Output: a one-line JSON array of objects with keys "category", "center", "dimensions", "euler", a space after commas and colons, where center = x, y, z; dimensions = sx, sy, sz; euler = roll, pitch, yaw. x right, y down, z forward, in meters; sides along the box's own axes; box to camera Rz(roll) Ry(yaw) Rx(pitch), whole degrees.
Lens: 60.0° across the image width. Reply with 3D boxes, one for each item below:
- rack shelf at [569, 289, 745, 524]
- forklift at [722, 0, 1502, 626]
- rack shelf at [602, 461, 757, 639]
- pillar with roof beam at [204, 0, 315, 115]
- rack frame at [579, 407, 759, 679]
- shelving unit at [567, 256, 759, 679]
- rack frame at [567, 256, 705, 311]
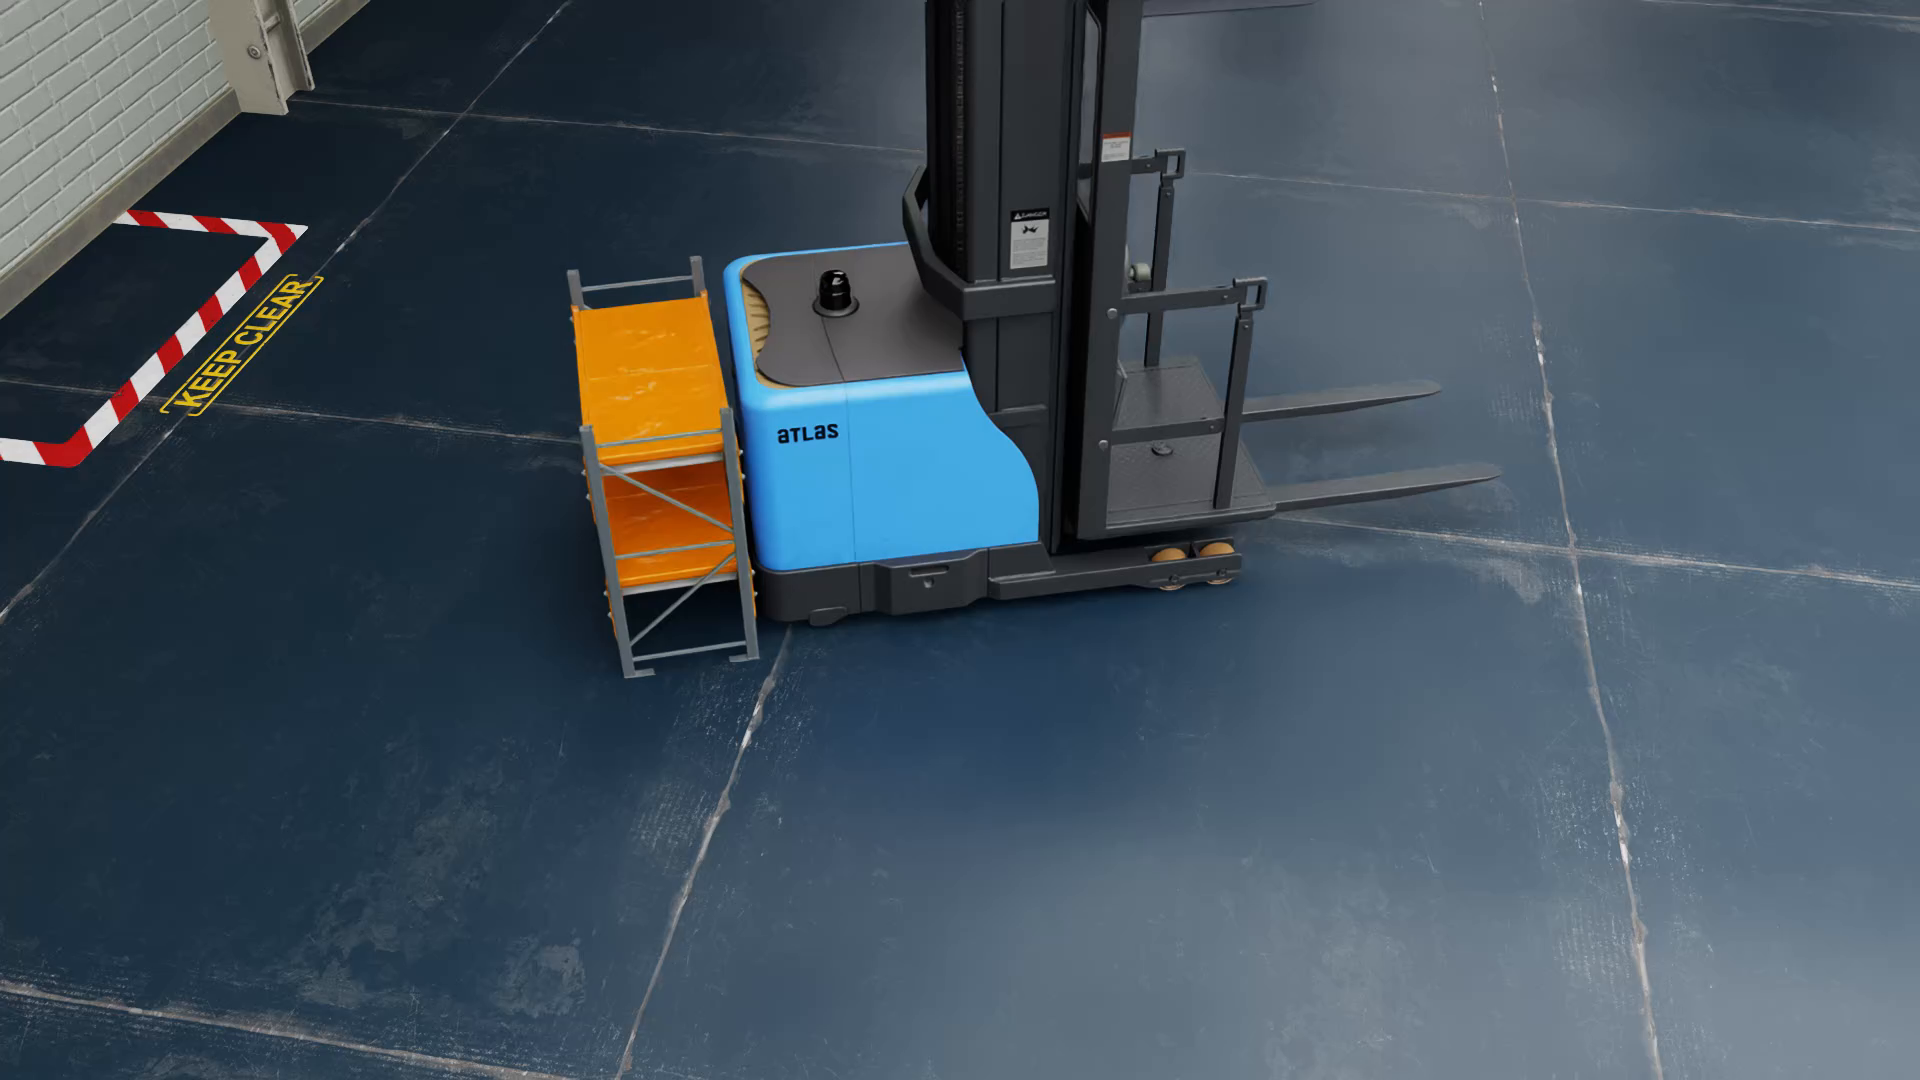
[{"category": "rack shelf", "center": [-1.108, -0.506, 6.020], "dimensions": [0.538, 0.278, 1.000], "euler": [-8, 40, -10]}, {"category": "forklift", "center": [0.645, -1.258, 5.971], "dimensions": [3.031, 2.935, 1.130], "euler": [-7, 40, -8]}, {"category": "rack shelf", "center": [-1.108, -0.092, 6.362], "dimensions": [0.538, 0.278, 1.000], "euler": [-8, 40, -10]}, {"category": "pillar with roof beam", "center": [0.153, -5.631, 6.498], "dimensions": [9.100, 9.000, 0.400], "euler": [6, 40, 8]}, {"category": "rack frame", "center": [-0.997, 0.036, 5.824], "dimensions": [0.500, 1.125, 0.032], "euler": [-8, 40, -10]}, {"category": "shelving unit", "center": [-1.108, -0.280, 6.206], "dimensions": [0.538, 1.125, 1.048], "euler": [-8, 40, -10]}, {"category": "rack frame", "center": [-1.219, -0.596, 6.588], "dimensions": [0.500, 1.125, 0.032], "euler": [-8, 40, -10]}]
